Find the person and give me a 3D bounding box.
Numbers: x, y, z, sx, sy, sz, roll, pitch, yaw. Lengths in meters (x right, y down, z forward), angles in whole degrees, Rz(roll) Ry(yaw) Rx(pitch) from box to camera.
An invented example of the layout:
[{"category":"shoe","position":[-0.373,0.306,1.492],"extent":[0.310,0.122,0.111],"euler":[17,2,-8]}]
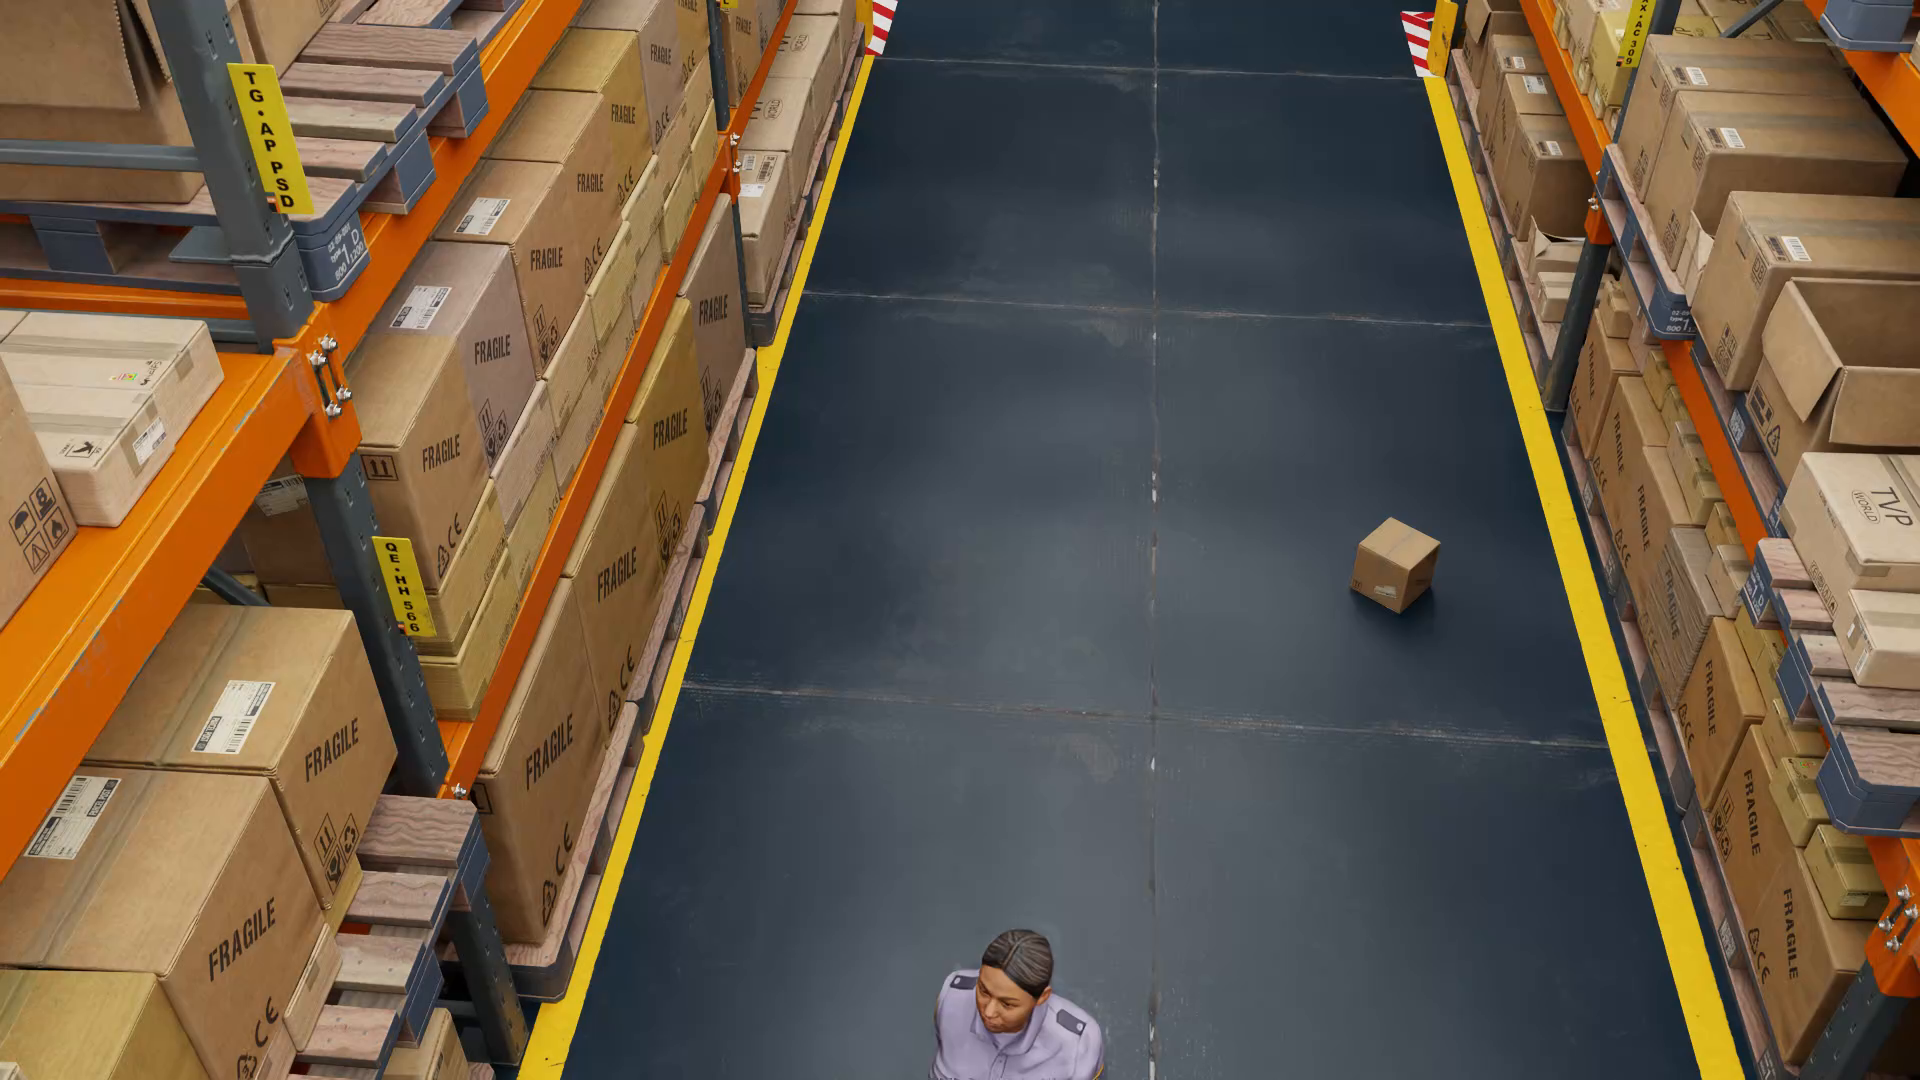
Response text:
[{"category":"person","position":[0.133,1.569,4.316],"extent":[0.479,1.593,1.023],"euler":[12,42,14]}]
